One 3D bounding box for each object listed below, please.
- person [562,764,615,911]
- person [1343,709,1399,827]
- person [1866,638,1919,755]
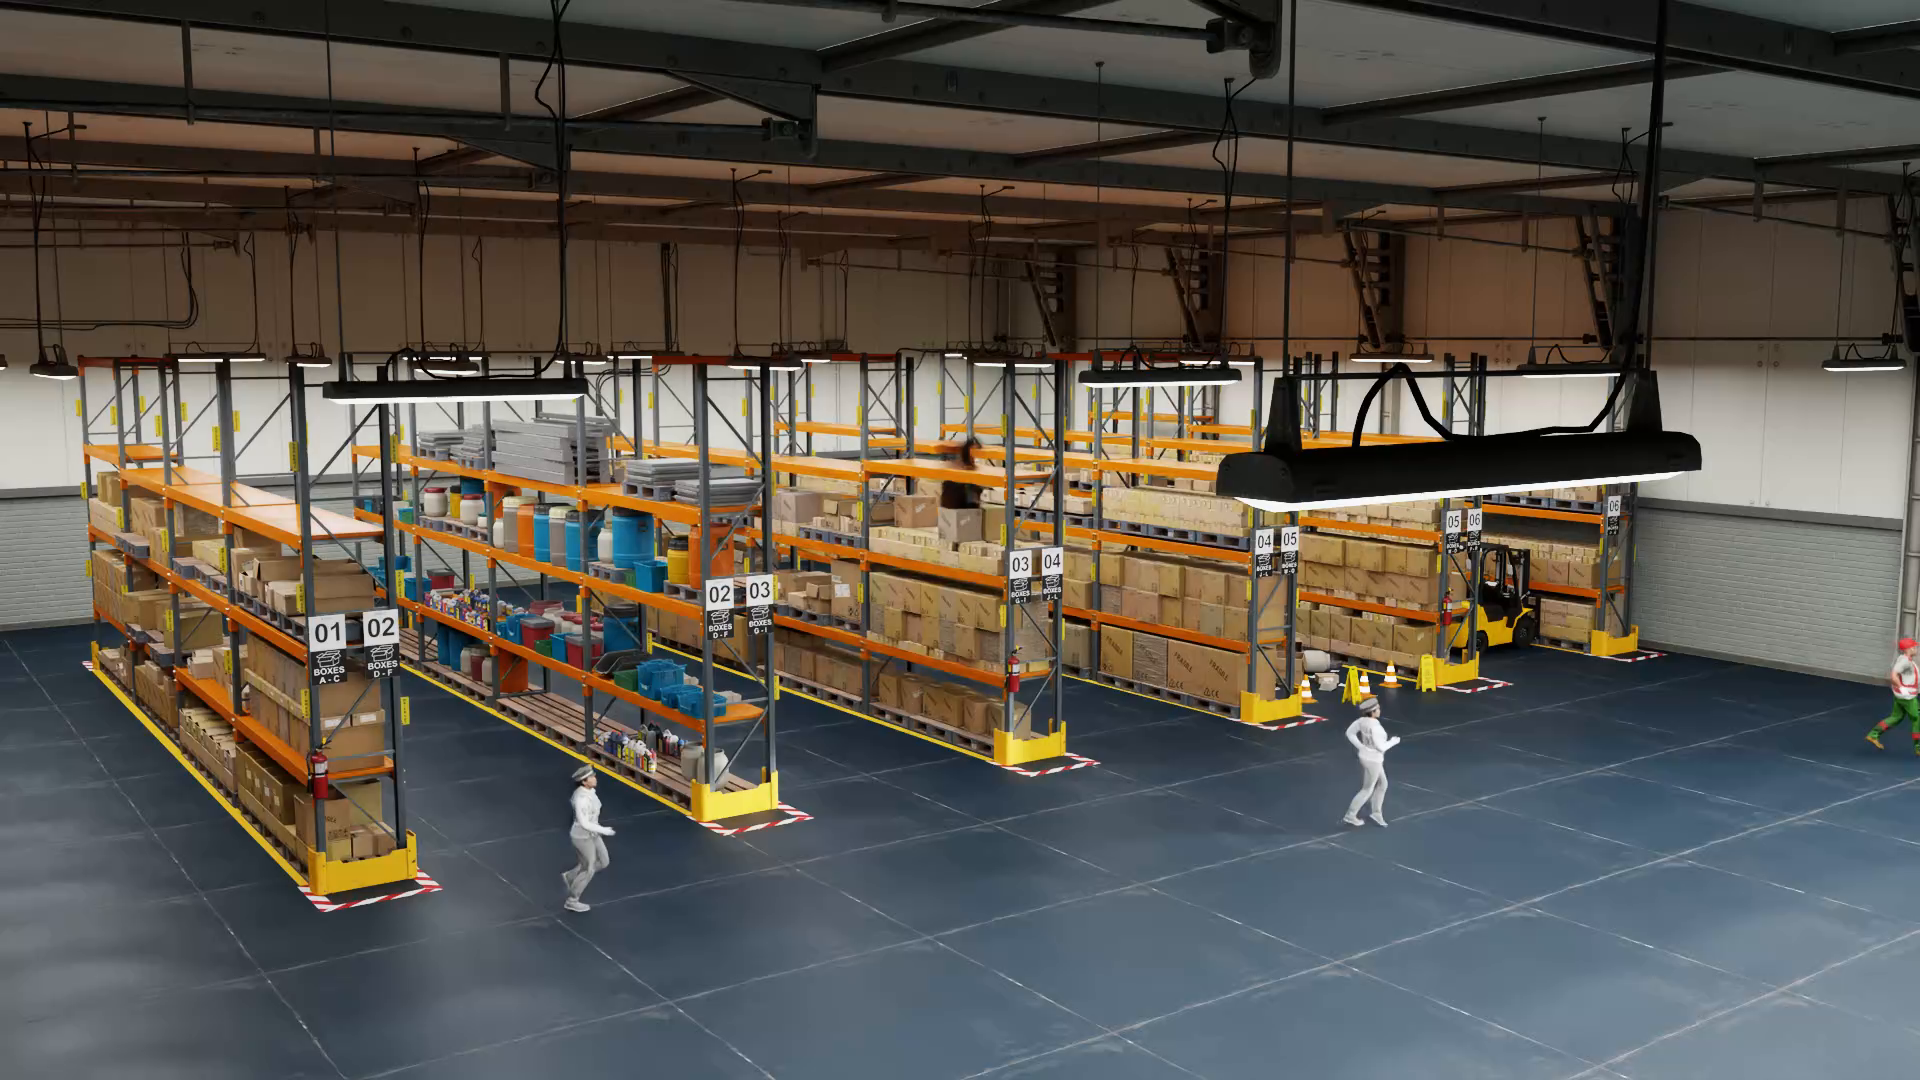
[{"bbox_3d":[-4.117,3.286,18.477,0.584,1.660,0.643,-1,7,-5],"label":"person"},{"bbox_3d":[5.303,2.919,21.495,0.712,1.690,0.431,-1,7,-4],"label":"person"},{"bbox_3d":[14.306,2.363,25.165,0.974,1.779,0.663,3,7,21],"label":"person"}]
